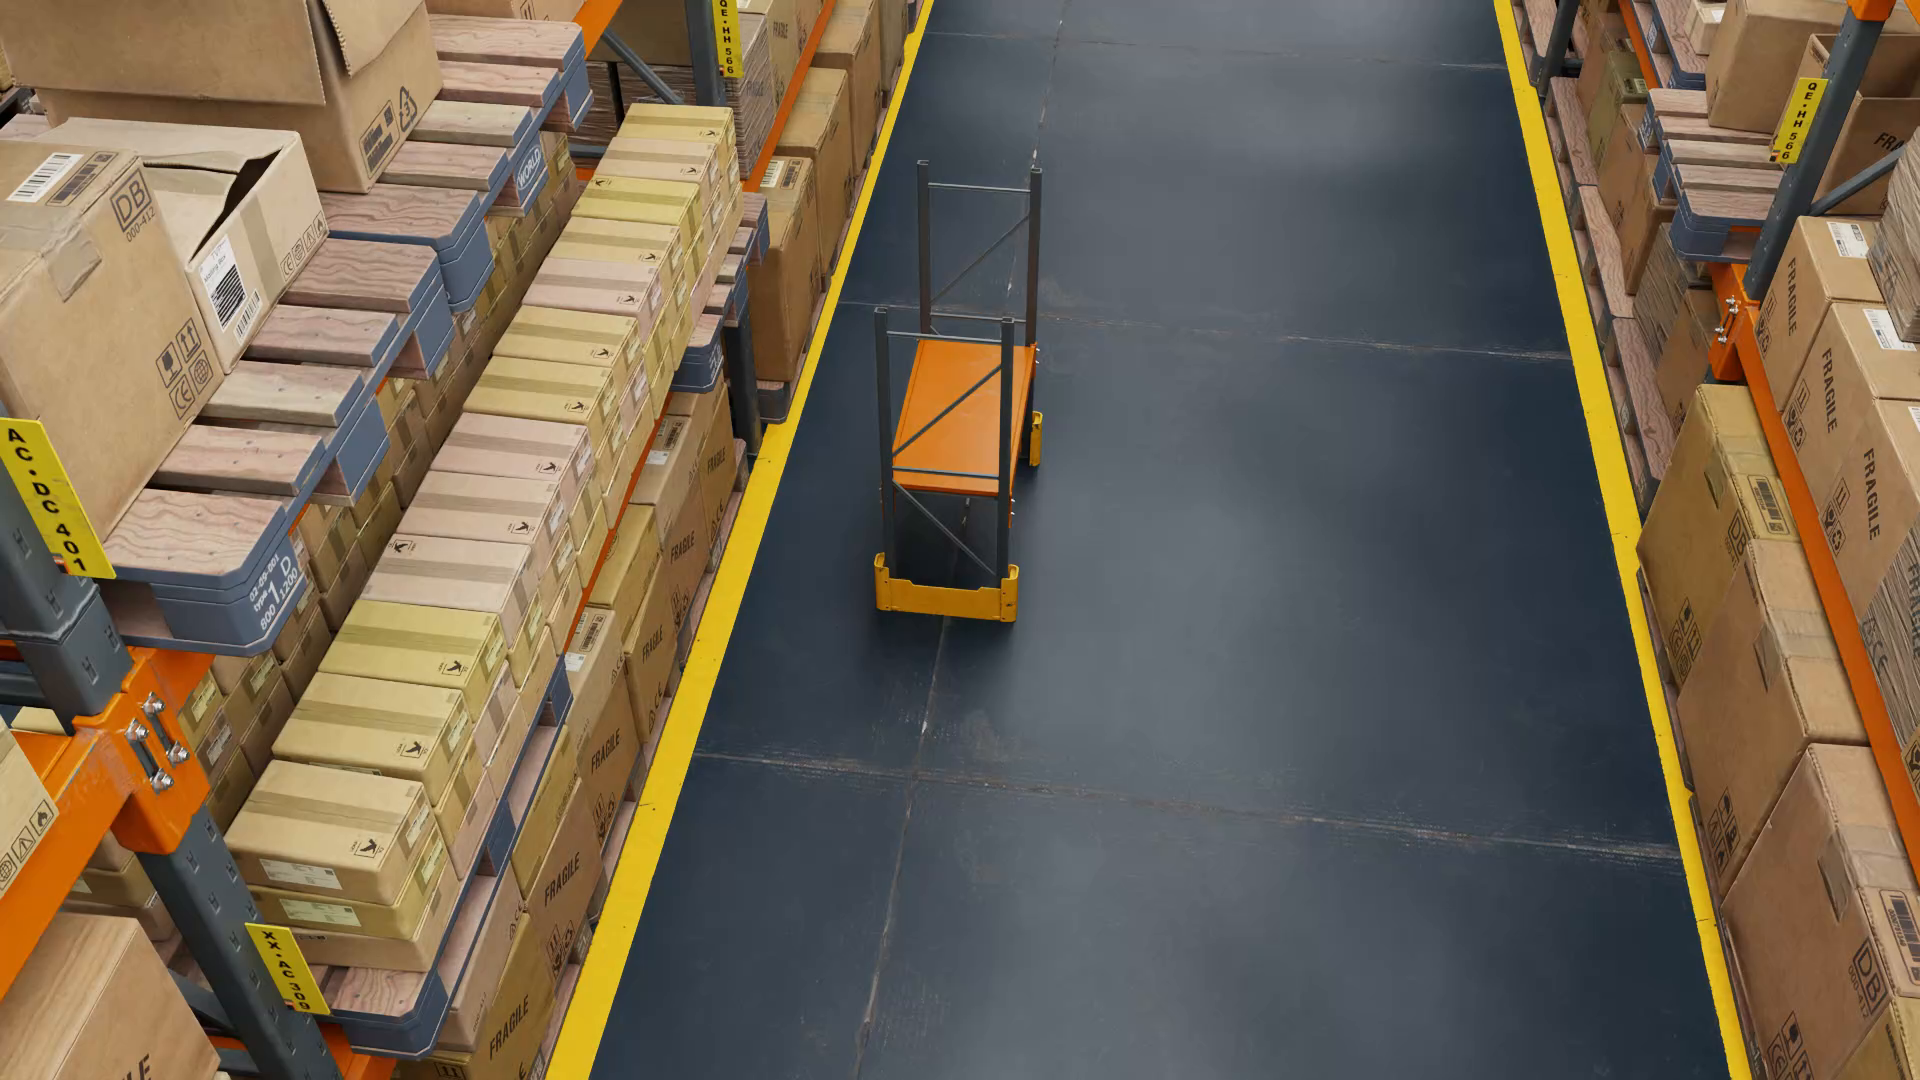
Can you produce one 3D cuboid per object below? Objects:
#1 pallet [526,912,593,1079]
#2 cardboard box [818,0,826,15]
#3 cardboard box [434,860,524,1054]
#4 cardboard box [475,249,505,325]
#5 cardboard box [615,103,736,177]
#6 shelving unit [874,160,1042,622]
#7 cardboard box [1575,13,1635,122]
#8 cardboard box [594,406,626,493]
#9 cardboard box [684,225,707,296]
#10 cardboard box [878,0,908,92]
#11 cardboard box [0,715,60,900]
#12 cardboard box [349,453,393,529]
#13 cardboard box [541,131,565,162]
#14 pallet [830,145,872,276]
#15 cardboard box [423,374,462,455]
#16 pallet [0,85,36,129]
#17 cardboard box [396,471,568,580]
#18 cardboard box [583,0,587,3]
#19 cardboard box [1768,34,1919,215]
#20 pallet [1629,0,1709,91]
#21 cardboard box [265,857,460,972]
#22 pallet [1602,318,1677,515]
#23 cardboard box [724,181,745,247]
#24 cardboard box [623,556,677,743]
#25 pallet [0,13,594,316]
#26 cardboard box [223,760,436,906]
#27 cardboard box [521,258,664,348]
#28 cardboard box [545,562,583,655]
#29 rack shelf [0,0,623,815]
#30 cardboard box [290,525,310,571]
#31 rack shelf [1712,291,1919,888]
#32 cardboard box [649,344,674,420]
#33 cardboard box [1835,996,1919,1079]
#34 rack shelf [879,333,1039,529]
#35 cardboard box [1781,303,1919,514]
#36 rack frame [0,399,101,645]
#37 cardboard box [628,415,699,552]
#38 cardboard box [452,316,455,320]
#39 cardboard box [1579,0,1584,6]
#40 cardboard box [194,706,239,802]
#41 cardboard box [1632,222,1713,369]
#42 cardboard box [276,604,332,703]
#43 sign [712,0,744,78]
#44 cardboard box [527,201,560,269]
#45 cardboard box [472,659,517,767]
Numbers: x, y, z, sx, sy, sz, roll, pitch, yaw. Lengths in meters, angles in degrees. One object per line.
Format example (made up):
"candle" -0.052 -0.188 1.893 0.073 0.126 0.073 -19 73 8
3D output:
"pallet" -1.848 1.654 5.350 1.003 0.211 1.213 5 44 6
"cardboard box" -0.894 -2.902 8.060 0.500 0.500 0.500 5 44 5
"cardboard box" -1.589 1.175 4.794 0.500 0.250 0.500 3 44 4
"cardboard box" -1.782 -0.873 5.651 0.380 0.149 0.250 5 44 6
"cardboard box" -1.031 -1.456 6.050 0.380 0.149 0.250 4 44 4
"shelving unit" 0.010 -0.597 6.789 0.587 1.500 1.083 5 44 6
"cardboard box" 3.909 -2.596 9.308 0.700 0.500 0.500 2 43 2
"cardboard box" -1.236 -0.290 5.036 0.380 0.149 0.250 4 44 5
"cardboard box" -1.100 -0.984 5.768 0.380 0.149 0.250 6 44 7
"cardboard box" -0.884 -3.185 9.762 1.050 0.750 0.750 5 44 5
"cardboard box" -1.746 0.496 2.472 0.500 0.250 0.500 6 44 7
"cardboard box" -1.921 -0.185 4.925 0.380 0.149 0.250 5 44 6
"cardboard box" -1.674 -1.531 6.130 0.380 0.149 0.250 5 44 6
"pallet" -1.078 -1.901 9.104 1.003 0.211 1.213 5 44 6
"cardboard box" -1.853 -0.425 5.394 0.380 0.149 0.250 6 44 6
"pallet" -6.072 -2.284 9.509 1.003 0.211 1.213 5 44 6
"cardboard box" -1.305 -0.041 4.557 0.380 0.149 0.250 5 44 5
"cardboard box" -1.297 -1.925 4.847 0.500 0.500 0.500 5 44 6
"cardboard box" 3.515 -1.595 6.375 0.500 0.500 0.500 0 43 0
"pallet" 3.704 -2.318 7.655 1.003 0.211 1.213 5 44 6
"cardboard box" -1.441 0.884 4.012 0.380 0.149 0.250 3 44 3
"pallet" 3.588 -0.554 7.682 1.003 0.211 1.213 5 44 6
"cardboard box" -1.030 -1.237 6.252 0.380 0.149 0.250 6 44 6
"cardboard box" -1.374 0.389 6.170 0.500 0.500 0.500 3 44 4
"pallet" -1.628 -0.967 4.045 1.213 0.211 1.003 5 44 6
"cardboard box" -1.441 0.668 3.807 0.380 0.149 0.250 7 44 8
"cardboard box" -1.170 -0.760 5.316 0.380 0.149 0.250 5 44 6
"cardboard box" -1.306 0.180 4.755 0.380 0.149 0.250 3 44 4
"rack shelf" -1.685 -1.019 4.486 1.077 0.370 4.000 5 44 6
"cardboard box" -1.984 0.065 4.444 0.380 0.149 0.250 5 44 5
"rack shelf" 3.218 0.590 4.969 1.077 0.370 4.000 5 44 6
"cardboard box" -1.169 -0.540 5.516 0.380 0.149 0.250 3 44 4
"cardboard box" 3.019 1.873 4.330 1.225 0.875 0.875 5 44 6
"rack shelf" 0.011 -0.472 6.919 0.538 0.185 1.000 5 44 6
"cardboard box" 3.083 -0.412 5.431 0.500 0.500 0.500 4 44 4
"rack frame" -1.949 -1.006 1.768 1.000 3.000 0.127 5 44 6
"cardboard box" -1.307 -0.236 6.285 0.500 0.250 0.500 6 44 6
"cardboard box" -1.813 -0.819 5.378 0.380 0.149 0.250 7 44 7
"cardboard box" 4.172 -3.665 10.452 0.500 0.500 0.500 19 46 19
"cardboard box" -2.058 0.534 4.165 0.380 0.149 0.250 6 44 6
"cardboard box" 3.612 -1.124 7.754 0.700 0.500 0.500 2 43 2
"cardboard box" -1.991 0.304 4.624 0.380 0.149 0.250 3 44 3
"sign" -0.881 -1.903 6.294 0.100 0.325 0.005 5 44 6
"cardboard box" -1.715 -1.146 6.156 0.380 0.149 0.250 7 44 8
"cardboard box" -1.375 0.423 4.282 0.380 0.149 0.250 6 44 7
